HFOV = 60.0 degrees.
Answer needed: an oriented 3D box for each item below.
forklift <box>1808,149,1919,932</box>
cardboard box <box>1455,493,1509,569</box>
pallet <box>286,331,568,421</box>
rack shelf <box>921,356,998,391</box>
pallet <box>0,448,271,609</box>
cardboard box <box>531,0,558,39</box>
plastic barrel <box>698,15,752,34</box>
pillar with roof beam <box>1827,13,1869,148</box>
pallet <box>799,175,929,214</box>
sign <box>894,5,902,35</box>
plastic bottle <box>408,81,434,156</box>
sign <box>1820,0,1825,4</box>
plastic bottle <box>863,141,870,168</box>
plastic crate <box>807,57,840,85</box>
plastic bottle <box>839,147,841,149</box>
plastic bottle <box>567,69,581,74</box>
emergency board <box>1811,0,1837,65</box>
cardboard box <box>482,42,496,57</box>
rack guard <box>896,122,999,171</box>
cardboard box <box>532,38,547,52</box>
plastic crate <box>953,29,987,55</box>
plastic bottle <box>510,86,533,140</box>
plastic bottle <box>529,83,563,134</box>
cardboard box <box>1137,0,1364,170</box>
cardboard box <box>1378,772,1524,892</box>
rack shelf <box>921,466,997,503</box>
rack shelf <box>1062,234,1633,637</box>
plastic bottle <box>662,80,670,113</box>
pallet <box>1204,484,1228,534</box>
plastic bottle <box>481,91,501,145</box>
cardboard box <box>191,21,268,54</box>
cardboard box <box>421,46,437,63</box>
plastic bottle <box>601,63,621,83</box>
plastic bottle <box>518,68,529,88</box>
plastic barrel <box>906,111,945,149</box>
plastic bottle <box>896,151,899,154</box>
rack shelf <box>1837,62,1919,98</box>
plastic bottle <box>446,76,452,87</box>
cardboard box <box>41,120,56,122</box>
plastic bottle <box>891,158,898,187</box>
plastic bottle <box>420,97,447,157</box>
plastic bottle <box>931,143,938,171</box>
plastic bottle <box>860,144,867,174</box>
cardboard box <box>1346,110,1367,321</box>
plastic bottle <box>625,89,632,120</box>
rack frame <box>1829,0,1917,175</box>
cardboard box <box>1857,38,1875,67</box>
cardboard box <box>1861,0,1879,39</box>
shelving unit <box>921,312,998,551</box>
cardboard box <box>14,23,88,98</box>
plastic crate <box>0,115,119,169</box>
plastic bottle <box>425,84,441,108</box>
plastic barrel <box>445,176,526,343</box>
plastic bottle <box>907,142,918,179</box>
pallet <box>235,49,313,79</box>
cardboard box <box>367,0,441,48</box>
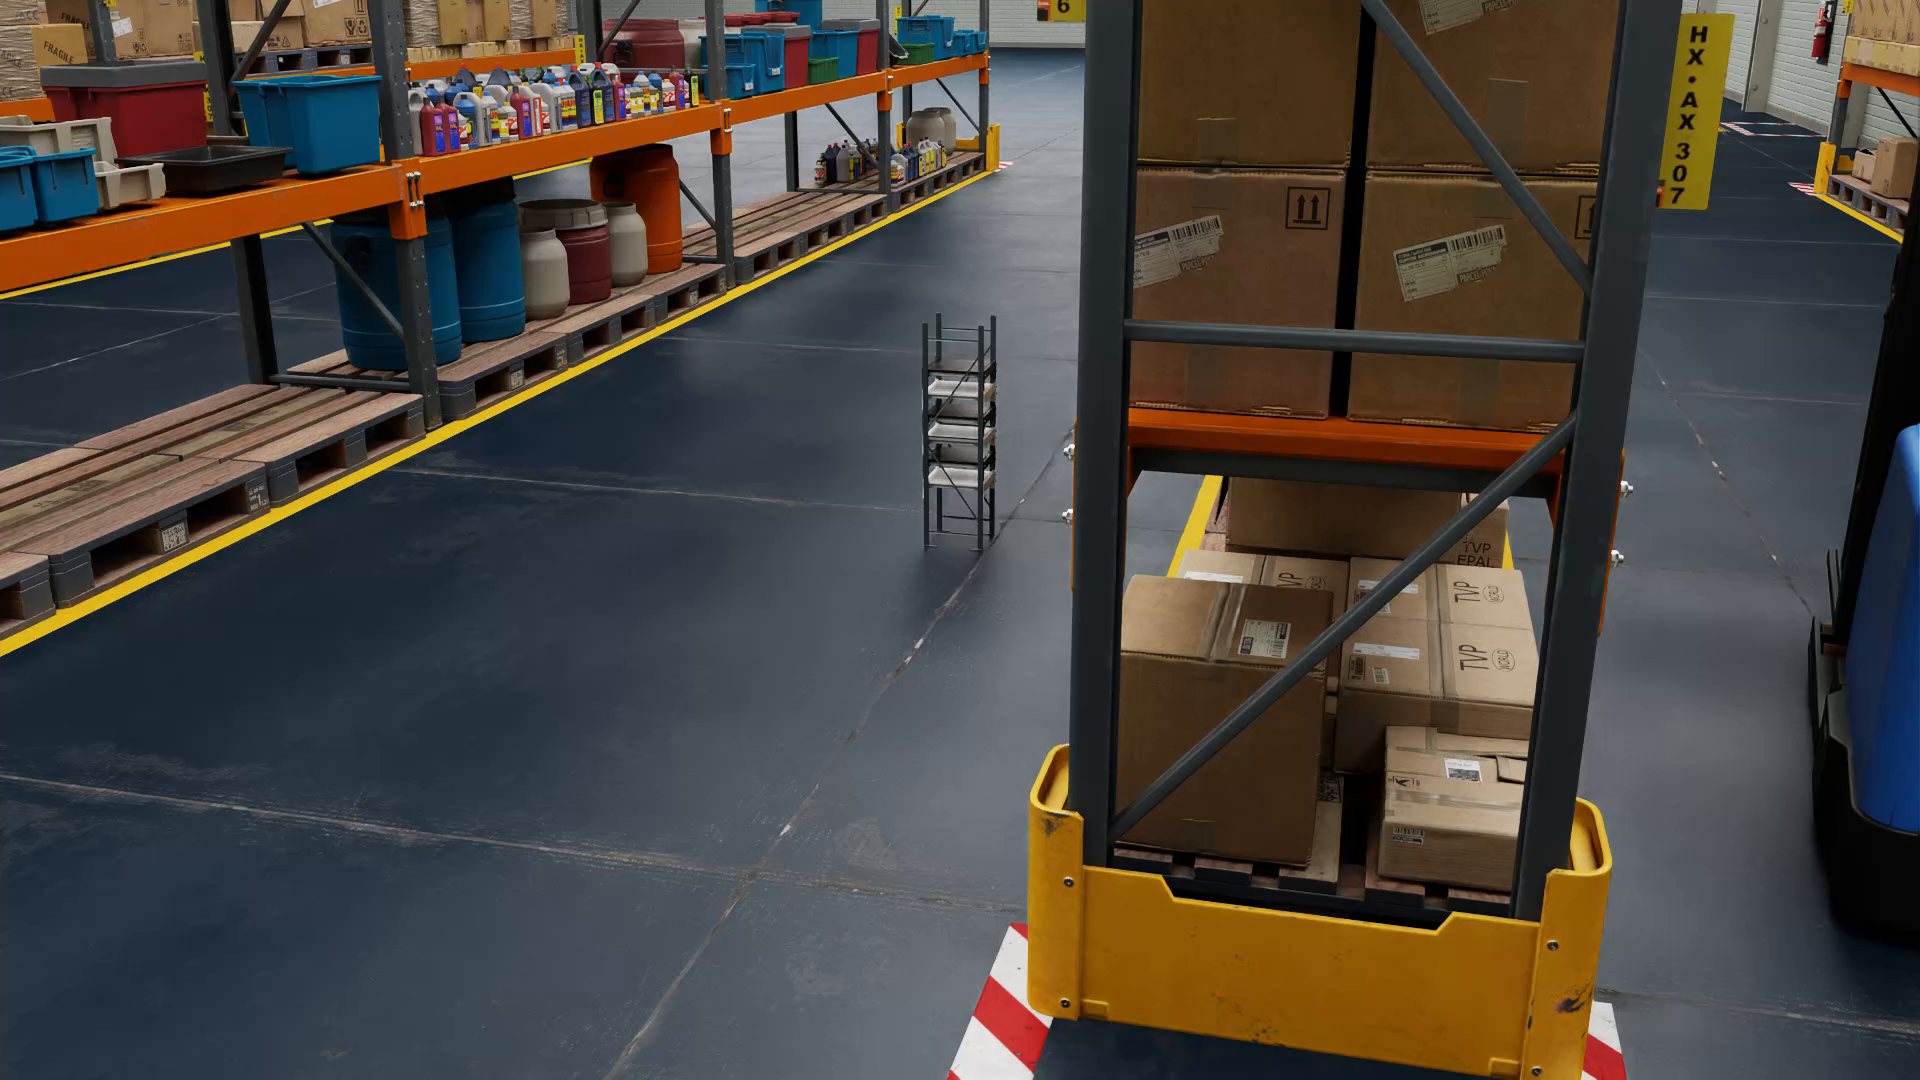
[{"bbox_3d":[3.169,-0.812,4.530,1.130,2.935,3.031,9,21,24],"label":"forklift"},{"bbox_3d":[1.655,-0.120,5.877,0.500,0.311,0.500,5,19,13],"label":"cardboard box"},{"bbox_3d":[-2.871,-0.931,9.088,1.003,0.211,1.213,5,19,13],"label":"pallet"},{"bbox_3d":[-0.002,-0.647,6.458,0.258,0.077,0.200,5,19,13],"label":"rack shelf"},{"bbox_3d":[-3.538,-0.076,6.583,1.003,0.211,1.213,5,19,13],"label":"pallet"},{"bbox_3d":[-5.137,-6.016,19.046,0.875,0.500,0.500,5,19,13],"label":"cardboard box"},{"bbox_3d":[-1.876,-3.936,13.360,0.433,0.535,0.433,0,19,0],"label":"plastic barrel"},{"bbox_3d":[7.398,-9.763,21.349,9.100,9.000,0.400,5,19,13],"label":"pillar with roof beam"},{"bbox_3d":[-0.940,-3.407,16.337,1.003,0.211,1.213,5,19,13],"label":"pallet"},{"bbox_3d":[-0.700,-5.949,19.037,0.100,0.325,0.005,5,19,13],"label":"sign"},{"bbox_3d":[-2.689,-2.086,8.232,0.144,0.351,0.185,5,19,13],"label":"plastic bottle"},{"bbox_3d":[12.439,-7.788,23.972,0.001,0.109,0.331,5,19,13],"label":"sign"},{"bbox_3d":[-0.997,-4.040,17.414,0.097,0.271,0.097,0,19,0],"label":"plastic bottle"},{"bbox_3d":[-1.297,-3.851,13.651,0.450,0.188,0.662,5,19,13],"label":"plastic crate"},{"bbox_3d":[-1.221,-3.782,16.641,0.061,0.283,0.133,6,20,17],"label":"plastic bottle"},{"bbox_3d":[-2.596,-3.061,11.208,0.097,0.271,0.097,0,19,0],"label":"plastic bottle"},{"bbox_3d":[12.214,-7.356,23.582,0.194,1.169,0.643,5,19,13],"label":"emergency board"},{"bbox_3d":[-5.250,-5.307,17.973,0.380,0.149,0.250,5,19,13],"label":"cardboard box"},{"bbox_3d":[-0.141,-4.563,19.274,1.175,0.500,0.348,5,19,13],"label":"rack guard"},{"bbox_3d":[-4.989,-5.702,19.130,0.380,0.149,0.250,5,19,13],"label":"cardboard box"},{"bbox_3d":[0.000,-5.523,18.446,0.499,0.251,0.616,5,19,13],"label":"plastic crate"},{"bbox_3d":[-2.379,-2.317,9.010,0.061,0.283,0.133,5,19,13],"label":"plastic bottle"},{"bbox_3d":[-2.334,-2.432,9.358,0.152,0.276,0.135,5,19,13],"label":"plastic bottle"},{"bbox_3d":[0.568,-1.048,3.414,0.500,0.500,0.500,4,19,13],"label":"cardboard box"},{"bbox_3d":[1.161,0.670,3.814,0.380,0.149,0.250,5,19,13],"label":"cardboard box"},{"bbox_3d":[-0.002,-0.221,6.604,0.258,0.077,0.200,5,19,13],"label":"rack shelf"},{"bbox_3d":[1.214,-0.653,5.071,1.077,0.370,4.000,5,19,13],"label":"rack shelf"},{"bbox_3d":[-1.933,-2.874,10.769,0.097,0.201,0.097,0,19,0],"label":"plastic bottle"},{"bbox_3d":[1.534,-0.085,6.611,1.003,0.211,1.213,5,19,13],"label":"pallet"},{"bbox_3d":[-2.473,-2.215,8.732,0.097,0.271,0.097,0,19,0],"label":"plastic bottle"},{"bbox_3d":[-6.293,-4.292,14.196,0.500,0.250,0.500,4,19,12],"label":"cardboard box"},{"bbox_3d":[-5.530,-4.913,16.820,0.380,0.149,0.250,5,19,13],"label":"cardboard box"},{"bbox_3d":[-2.394,-3.085,11.272,0.152,0.276,0.135,5,19,13],"label":"plastic bottle"},{"bbox_3d":[-2.788,-2.845,10.557,0.061,0.283,0.133,5,19,13],"label":"plastic bottle"},{"bbox_3d":[-0.377,-4.426,18.203,0.421,0.512,0.421,0,19,0],"label":"plastic barrel"},{"bbox_3d":[-0.627,-3.712,16.455,0.097,0.271,0.097,0,19,0],"label":"plastic bottle"},{"bbox_3d":[8.950,-4.024,14.941,1.077,0.370,4.000,5,19,13],"label":"rack shelf"},{"bbox_3d":[-3.002,-2.570,9.751,0.061,0.283,0.133,5,19,13],"label":"plastic bottle"},{"bbox_3d":[-10.511,-4.719,18.501,0.875,0.875,0.875,5,19,14],"label":"cardboard box"},{"bbox_3d":[-0.642,-3.502,15.841,0.097,0.271,0.097,0,19,0],"label":"plastic bottle"},{"bbox_3d":[-2.596,-2.038,8.195,0.061,0.283,0.133,5,19,13],"label":"plastic bottle"},{"bbox_3d":[-0.313,-3.962,17.181,0.152,0.276,0.135,4,19,12],"label":"plastic bottle"},{"bbox_3d":[-0.994,-3.871,16.902,0.061,0.283,0.133,5,19,13],"label":"plastic bottle"},{"bbox_3d":[0.821,-0.894,4.511,0.500,0.500,0.500,5,19,14],"label":"cardboard box"},{"bbox_3d":[-2.076,-2.691,10.233,0.097,0.201,0.097,0,19,0],"label":"plastic bottle"},{"bbox_3d":[9.439,-4.991,16.660,1.000,3.000,0.127,5,19,13],"label":"rack frame"},{"bbox_3d":[8.899,-4.638,15.827,0.500,0.250,0.500,4,19,12],"label":"cardboard box"},{"bbox_3d":[8.901,-5.005,15.740,0.500,0.500,0.500,5,19,14],"label":"cardboard box"},{"bbox_3d":[-0.002,-0.423,6.535,0.258,0.900,0.210,5,19,13],"label":"shelving unit"},{"bbox_3d":[-6.805,-3.530,12.228,0.500,0.500,0.500,5,20,15],"label":"cardboard box"},{"bbox_3d":[-3.651,-1.521,6.590,0.437,0.282,0.530,5,19,13],"label":"plastic crate"},{"bbox_3d":[-2.946,-2.411,9.306,0.097,0.271,0.097,0,19,0],"label":"plastic bottle"},{"bbox_3d":[-2.777,-1.609,9.355,0.600,0.901,0.708,5,19,13],"label":"plastic barrel"},{"bbox_3d":[-0.499,-3.754,16.455,0.144,0.351,0.185,4,19,11],"label":"plastic bottle"},{"bbox_3d":[-6.481,-4.190,14.611,1.003,0.211,1.213,5,19,13],"label":"pallet"},{"bbox_3d":[-5.778,-5.235,16.759,0.875,0.500,0.500,5,19,13],"label":"cardboard box"}]
